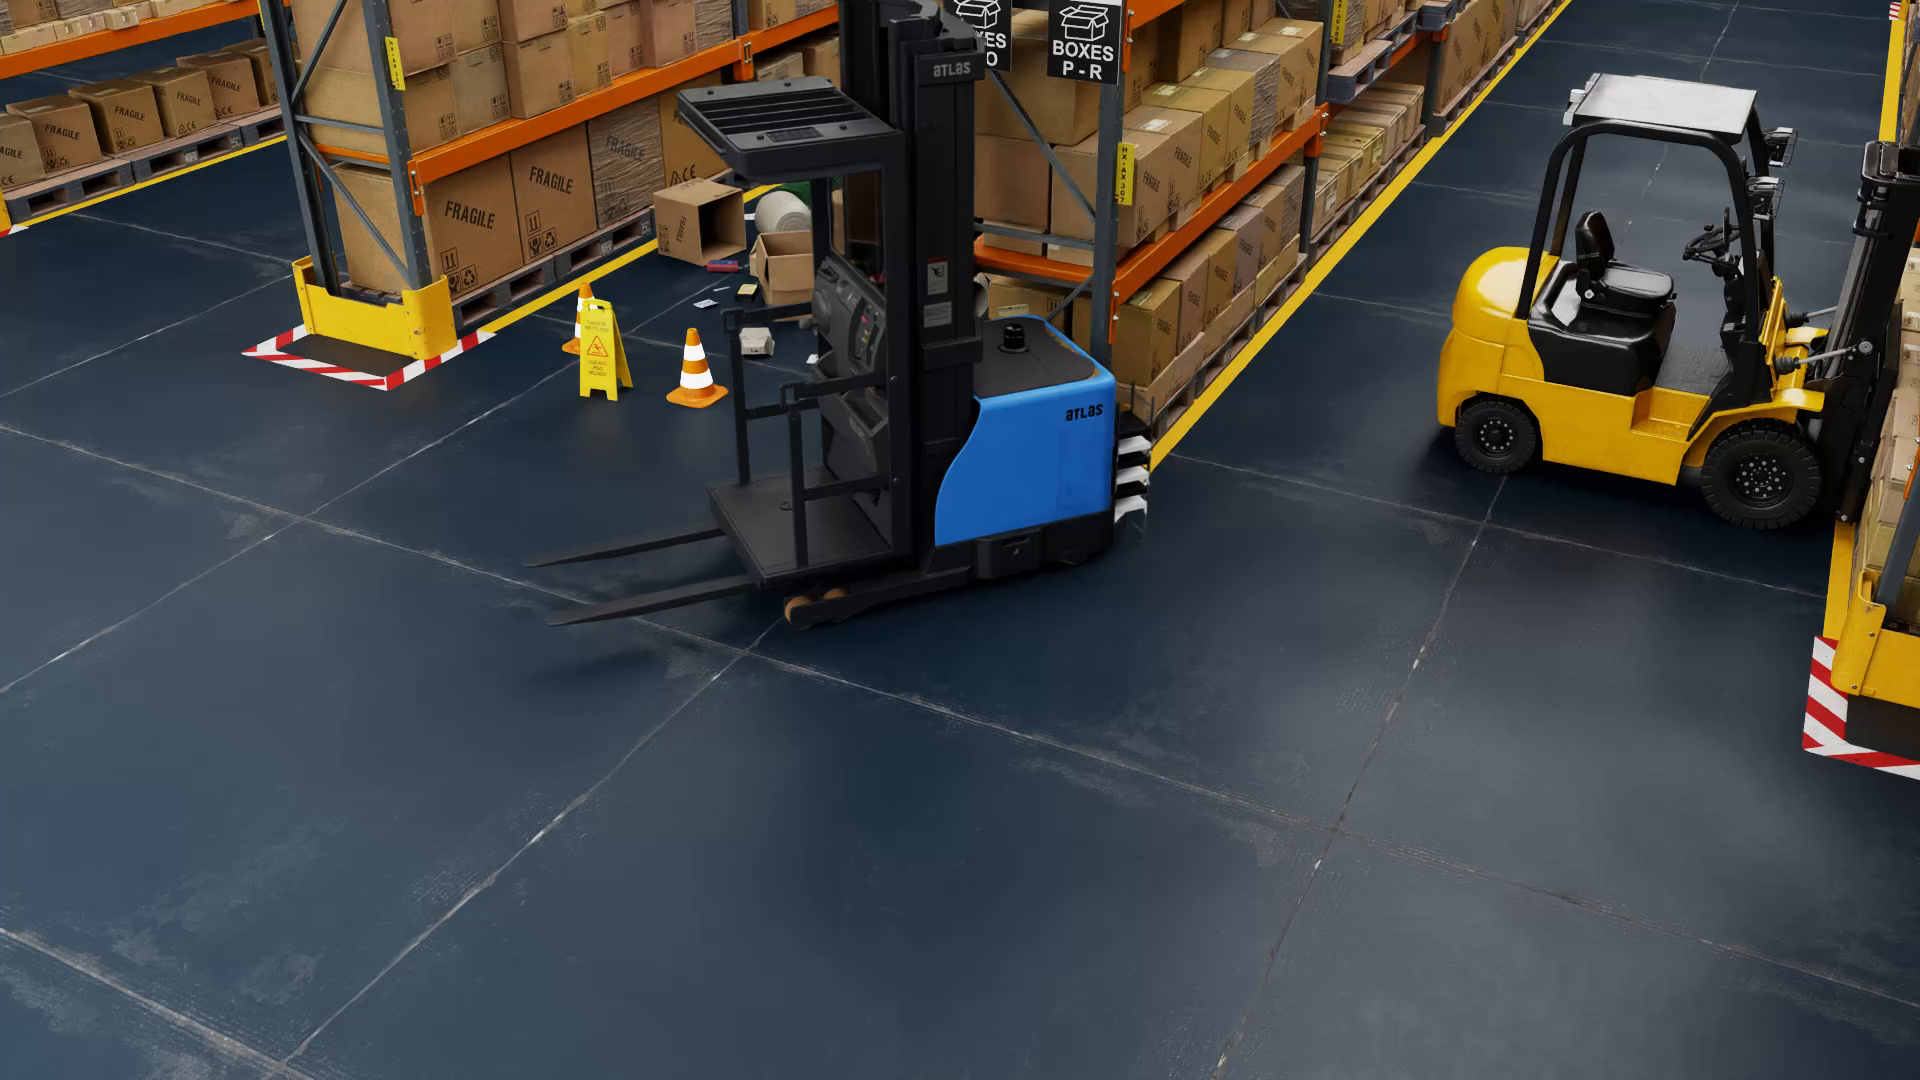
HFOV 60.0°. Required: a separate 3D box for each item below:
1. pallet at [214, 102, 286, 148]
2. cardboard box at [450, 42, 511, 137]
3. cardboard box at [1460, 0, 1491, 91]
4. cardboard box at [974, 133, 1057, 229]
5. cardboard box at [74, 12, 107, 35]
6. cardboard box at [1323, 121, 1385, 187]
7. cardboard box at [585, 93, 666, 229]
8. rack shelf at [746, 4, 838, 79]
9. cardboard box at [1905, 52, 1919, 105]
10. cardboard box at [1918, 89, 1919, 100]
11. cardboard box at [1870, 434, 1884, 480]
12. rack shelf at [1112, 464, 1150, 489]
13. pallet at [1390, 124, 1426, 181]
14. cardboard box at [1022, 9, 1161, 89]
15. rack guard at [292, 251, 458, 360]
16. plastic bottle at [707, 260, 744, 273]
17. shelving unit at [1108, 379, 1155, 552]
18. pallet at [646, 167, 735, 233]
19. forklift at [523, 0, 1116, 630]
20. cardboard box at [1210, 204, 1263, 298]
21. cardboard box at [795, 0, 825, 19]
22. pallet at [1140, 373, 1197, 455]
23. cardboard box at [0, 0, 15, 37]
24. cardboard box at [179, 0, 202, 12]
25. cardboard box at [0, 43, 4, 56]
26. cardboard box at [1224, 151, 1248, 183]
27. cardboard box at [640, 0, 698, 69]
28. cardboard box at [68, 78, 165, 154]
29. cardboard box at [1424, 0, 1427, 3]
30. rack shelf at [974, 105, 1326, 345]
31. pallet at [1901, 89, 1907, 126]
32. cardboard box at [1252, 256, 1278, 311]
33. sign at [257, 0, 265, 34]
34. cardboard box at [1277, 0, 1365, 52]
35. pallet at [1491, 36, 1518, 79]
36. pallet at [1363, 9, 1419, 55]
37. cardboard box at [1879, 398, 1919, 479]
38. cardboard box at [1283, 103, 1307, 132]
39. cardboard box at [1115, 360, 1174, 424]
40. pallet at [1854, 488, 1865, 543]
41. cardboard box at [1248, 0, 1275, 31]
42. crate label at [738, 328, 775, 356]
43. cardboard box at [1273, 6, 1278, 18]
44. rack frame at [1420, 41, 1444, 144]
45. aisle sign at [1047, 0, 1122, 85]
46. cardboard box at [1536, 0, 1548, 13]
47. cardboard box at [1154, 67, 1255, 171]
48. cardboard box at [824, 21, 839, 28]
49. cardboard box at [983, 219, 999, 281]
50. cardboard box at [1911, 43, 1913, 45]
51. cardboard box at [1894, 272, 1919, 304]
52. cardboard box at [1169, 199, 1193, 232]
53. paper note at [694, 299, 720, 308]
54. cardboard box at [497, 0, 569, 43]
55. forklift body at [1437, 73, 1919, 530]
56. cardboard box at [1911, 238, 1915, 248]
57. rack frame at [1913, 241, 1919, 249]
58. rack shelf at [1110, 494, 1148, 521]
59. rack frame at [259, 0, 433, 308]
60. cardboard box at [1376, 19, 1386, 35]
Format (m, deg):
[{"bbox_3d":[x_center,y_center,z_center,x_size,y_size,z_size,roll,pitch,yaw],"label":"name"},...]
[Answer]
[{"bbox_3d":[-6.898,-4.170,16.300,1.003,0.211,1.213,14,33,23],"label":"pallet"},{"bbox_3d":[-3.716,-3.230,11.712,0.875,0.550,0.550,14,33,23],"label":"cardboard box"},{"bbox_3d":[4.819,-5.153,16.922,0.875,0.875,0.875,15,33,24],"label":"cardboard box"},{"bbox_3d":[0.378,-2.139,9.564,0.500,0.500,0.500,14,33,22],"label":"cardboard box"},{"bbox_3d":[-7.540,-4.431,14.206,0.380,0.149,0.250,14,33,23],"label":"cardboard box"},{"bbox_3d":[3.075,-3.341,14.272,0.950,0.372,0.625,15,33,25],"label":"cardboard box"},{"bbox_3d":[-3.010,-3.112,13.369,0.875,0.875,0.875,15,33,24],"label":"cardboard box"},{"bbox_3d":[-1.343,-5.090,15.823,1.077,0.370,4.000,14,33,23],"label":"rack shelf"},{"bbox_3d":[9.378,-4.335,15.875,0.500,0.500,0.500,13,32,22],"label":"cardboard box"},{"bbox_3d":[8.537,-3.870,14.413,0.380,0.149,0.250,13,32,21],"label":"cardboard box"},{"bbox_3d":[5.195,-0.486,8.921,0.500,0.250,0.500,14,33,22],"label":"cardboard box"},{"bbox_3d":[0.882,-0.370,9.057,0.200,0.077,0.258,-12,32,-20],"label":"rack shelf"},{"bbox_3d":[3.663,-3.655,15.402,1.003,0.211,1.213,14,33,23],"label":"pallet"},{"bbox_3d":[0.793,-3.018,10.090,0.700,0.500,0.500,14,33,23],"label":"cardboard box"},{"bbox_3d":[-4.087,-1.647,11.616,1.175,0.500,0.348,14,33,23],"label":"rack guard"},{"bbox_3d":[-1.807,-2.120,12.880,0.283,0.061,0.133,4,30,6],"label":"plastic bottle"},{"bbox_3d":[0.882,-0.399,9.040,0.210,0.900,0.258,-12,32,-20],"label":"shelving unit"},{"bbox_3d":[-2.670,-2.986,14.238,1.003,0.211,1.213,14,33,23],"label":"pallet"},{"bbox_3d":[-0.741,-1.113,8.246,3.031,2.935,1.130,-12,32,-20],"label":"forklift"},{"bbox_3d":[1.706,-1.976,11.266,0.500,0.500,0.500,16,34,26],"label":"cardboard box"},{"bbox_3d":[-1.546,-4.954,14.765,0.500,0.500,0.500,15,33,24],"label":"cardboard box"},{"bbox_3d":[0.813,-0.840,10.501,1.003,0.211,1.213,14,33,23],"label":"pallet"},{"bbox_3d":[-8.171,-4.322,13.364,0.875,0.500,0.500,14,33,23],"label":"cardboard box"},{"bbox_3d":[-7.073,-4.871,14.973,0.380,0.149,0.250,14,33,23],"label":"cardboard box"},{"bbox_3d":[-7.973,-3.982,13.423,0.380,0.149,0.250,14,33,23],"label":"cardboard box"},{"bbox_3d":[1.635,-2.436,10.732,0.380,0.149,0.250,15,33,24],"label":"cardboard box"},{"bbox_3d":[-2.642,-4.165,13.340,0.875,0.550,0.550,14,33,23],"label":"cardboard box"},{"bbox_3d":[-7.602,-3.829,14.994,0.500,0.500,0.500,18,34,28],"label":"cardboard box"},{"bbox_3d":[3.827,-4.718,14.284,0.380,0.149,0.250,13,32,21],"label":"cardboard box"},{"bbox_3d":[1.287,-2.238,10.858,1.077,0.370,4.000,14,33,23],"label":"rack shelf"},{"bbox_3d":[9.927,-4.280,16.492,1.003,0.211,1.213,14,33,23],"label":"pallet"},{"bbox_3d":[1.935,-1.865,11.825,0.500,0.250,0.500,13,32,22],"label":"cardboard box"},{"bbox_3d":[-4.553,-3.476,10.890,0.100,0.325,0.005,14,33,23],"label":"sign"},{"bbox_3d":[2.667,-3.934,12.268,0.500,0.500,0.500,15,33,24],"label":"cardboard box"},{"bbox_3d":[5.559,-5.415,18.467,1.003,0.211,1.213,14,33,23],"label":"pallet"},{"bbox_3d":[3.155,-4.240,13.814,1.003,0.211,1.213,14,33,23],"label":"pallet"},{"bbox_3d":[4.956,-0.465,8.383,0.500,0.250,0.500,15,33,24],"label":"cardboard box"},{"bbox_3d":[2.216,-3.004,11.721,0.380,0.149,0.250,15,33,24],"label":"cardboard box"},{"bbox_3d":[0.990,-0.948,10.228,0.500,0.250,0.500,14,33,23],"label":"cardboard box"},{"bbox_3d":[5.665,-0.217,9.416,1.003,0.211,1.213,14,33,23],"label":"pallet"},{"bbox_3d":[1.805,-3.897,11.621,0.700,0.500,0.500,14,33,23],"label":"cardboard box"},{"bbox_3d":[-1.416,-1.369,11.497,0.250,0.136,0.298,-1,30,-3],"label":"crate label"},{"bbox_3d":[2.205,-4.048,12.466,0.500,0.500,0.500,14,33,22],"label":"cardboard box"},{"bbox_3d":[4.021,-5.210,15.311,1.000,3.000,0.127,14,33,23],"label":"rack frame"},{"bbox_3d":[0.624,-2.693,8.317,0.394,0.787,0.004,14,33,23],"label":"aisle sign"},{"bbox_3d":[6.632,-6.705,20.066,0.875,0.438,0.875,13,32,22],"label":"cardboard box"},{"bbox_3d":[1.528,-2.667,10.483,0.500,0.500,0.500,14,33,22],"label":"cardboard box"},{"bbox_3d":[-1.185,-4.857,16.533,1.050,0.750,0.750,15,33,24],"label":"cardboard box"},{"bbox_3d":[0.499,-2.188,12.555,0.500,0.500,0.500,-12,32,-20],"label":"cardboard box"},{"bbox_3d":[10.418,-5.327,17.839,0.396,0.266,0.258,16,33,25],"label":"cardboard box"},{"bbox_3d":[5.877,-1.368,9.956,0.500,0.250,0.500,14,33,23],"label":"cardboard box"},{"bbox_3d":[1.167,-1.975,9.929,0.380,0.149,0.250,15,33,24],"label":"cardboard box"},{"bbox_3d":[-1.869,-1.745,12.260,0.142,0.017,0.144,-25,38,-36],"label":"paper note"},{"bbox_3d":[-3.328,-3.913,11.817,0.875,0.550,0.550,14,33,23],"label":"cardboard box"},{"bbox_3d":[4.037,-1.426,9.573,2.313,2.155,1.214,14,33,23],"label":"forklift body"},{"bbox_3d":[7.207,-2.041,11.755,0.875,0.625,0.625,14,33,23],"label":"cardboard box"},{"bbox_3d":[6.619,-2.312,10.265,1.000,3.000,0.127,14,33,23],"label":"rack frame"},{"bbox_3d":[0.882,-0.214,9.147,0.200,0.077,0.258,-12,32,-20],"label":"rack shelf"},{"bbox_3d":[-4.076,-2.742,11.012,1.000,3.000,0.127,14,33,23],"label":"rack frame"},{"bbox_3d":[3.183,-4.149,13.293,0.380,0.149,0.250,15,33,24],"label":"cardboard box"}]
